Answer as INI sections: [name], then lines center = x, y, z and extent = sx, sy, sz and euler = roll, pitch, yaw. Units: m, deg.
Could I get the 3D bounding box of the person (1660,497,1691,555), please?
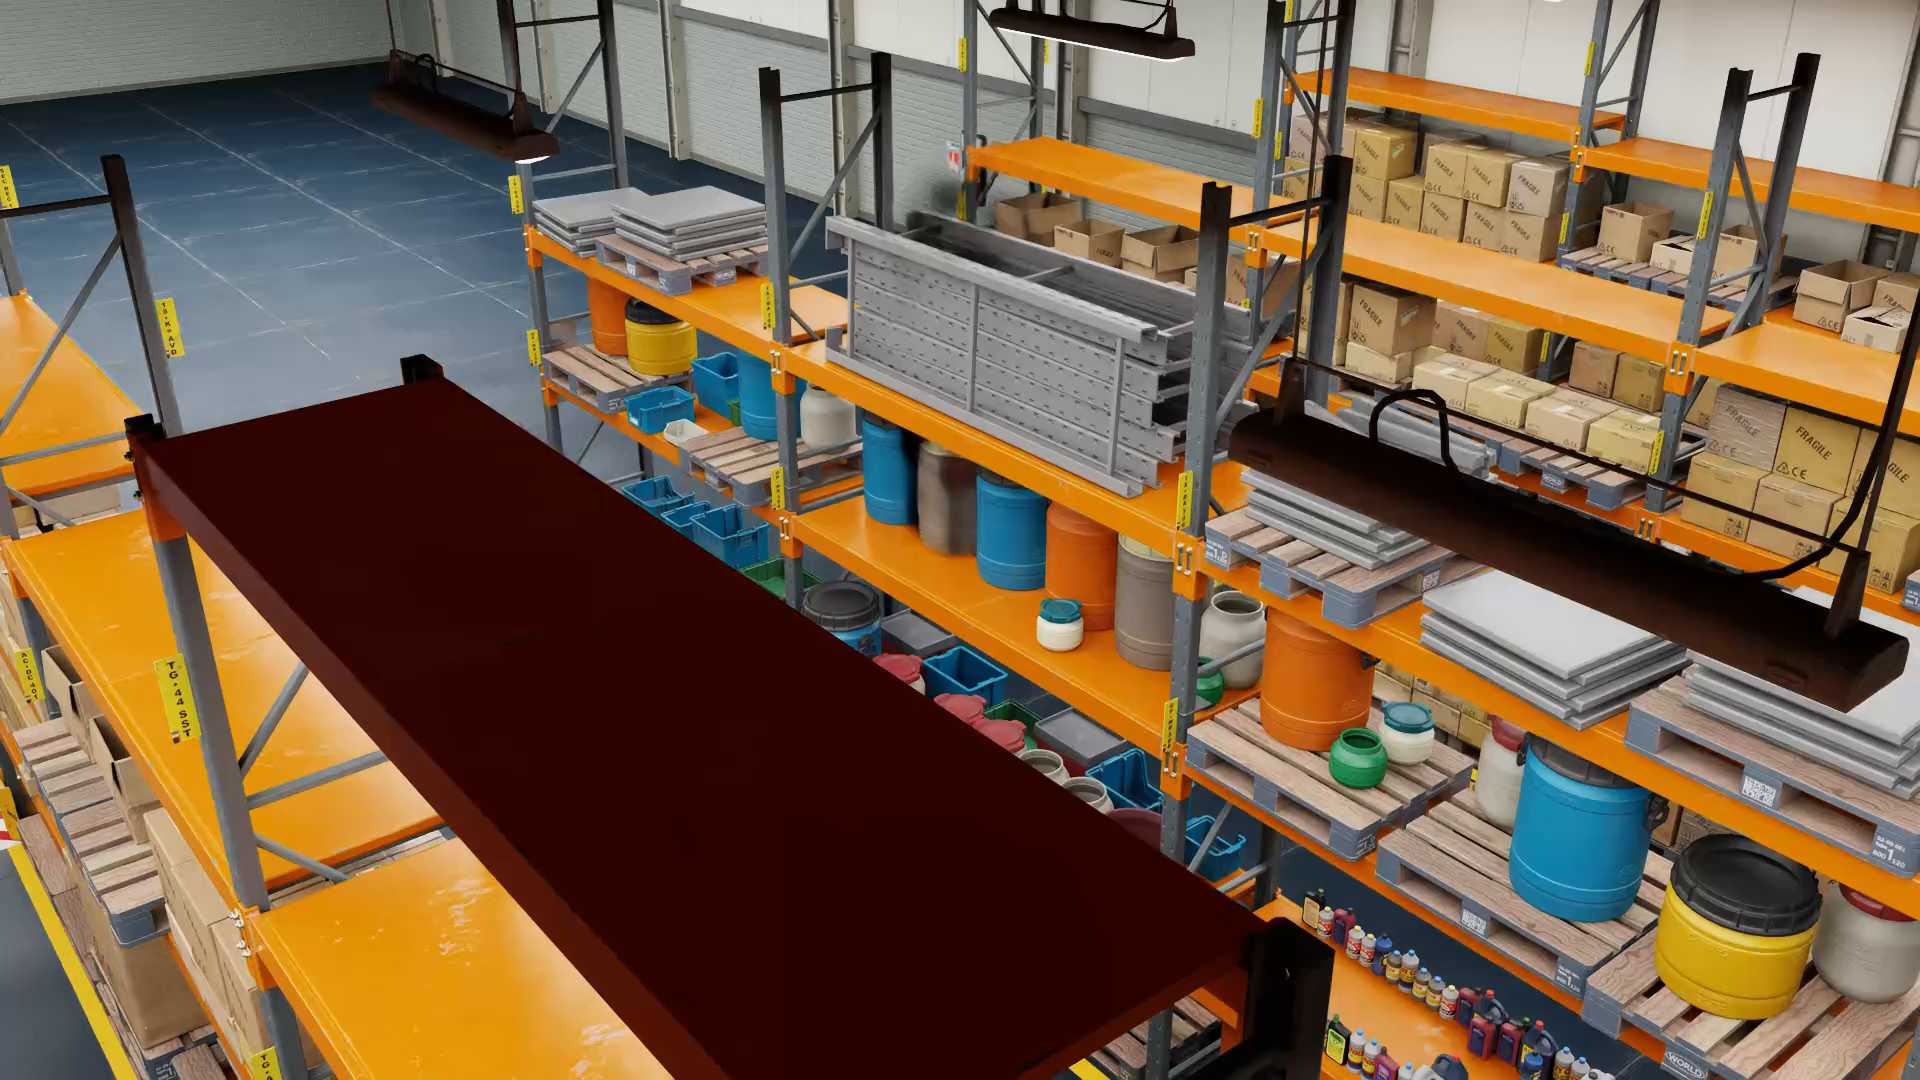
[person]
center = 6.565, 0.399, 15.455
extent = 0.767, 1.743, 0.740
euler = 21, 33, 36
